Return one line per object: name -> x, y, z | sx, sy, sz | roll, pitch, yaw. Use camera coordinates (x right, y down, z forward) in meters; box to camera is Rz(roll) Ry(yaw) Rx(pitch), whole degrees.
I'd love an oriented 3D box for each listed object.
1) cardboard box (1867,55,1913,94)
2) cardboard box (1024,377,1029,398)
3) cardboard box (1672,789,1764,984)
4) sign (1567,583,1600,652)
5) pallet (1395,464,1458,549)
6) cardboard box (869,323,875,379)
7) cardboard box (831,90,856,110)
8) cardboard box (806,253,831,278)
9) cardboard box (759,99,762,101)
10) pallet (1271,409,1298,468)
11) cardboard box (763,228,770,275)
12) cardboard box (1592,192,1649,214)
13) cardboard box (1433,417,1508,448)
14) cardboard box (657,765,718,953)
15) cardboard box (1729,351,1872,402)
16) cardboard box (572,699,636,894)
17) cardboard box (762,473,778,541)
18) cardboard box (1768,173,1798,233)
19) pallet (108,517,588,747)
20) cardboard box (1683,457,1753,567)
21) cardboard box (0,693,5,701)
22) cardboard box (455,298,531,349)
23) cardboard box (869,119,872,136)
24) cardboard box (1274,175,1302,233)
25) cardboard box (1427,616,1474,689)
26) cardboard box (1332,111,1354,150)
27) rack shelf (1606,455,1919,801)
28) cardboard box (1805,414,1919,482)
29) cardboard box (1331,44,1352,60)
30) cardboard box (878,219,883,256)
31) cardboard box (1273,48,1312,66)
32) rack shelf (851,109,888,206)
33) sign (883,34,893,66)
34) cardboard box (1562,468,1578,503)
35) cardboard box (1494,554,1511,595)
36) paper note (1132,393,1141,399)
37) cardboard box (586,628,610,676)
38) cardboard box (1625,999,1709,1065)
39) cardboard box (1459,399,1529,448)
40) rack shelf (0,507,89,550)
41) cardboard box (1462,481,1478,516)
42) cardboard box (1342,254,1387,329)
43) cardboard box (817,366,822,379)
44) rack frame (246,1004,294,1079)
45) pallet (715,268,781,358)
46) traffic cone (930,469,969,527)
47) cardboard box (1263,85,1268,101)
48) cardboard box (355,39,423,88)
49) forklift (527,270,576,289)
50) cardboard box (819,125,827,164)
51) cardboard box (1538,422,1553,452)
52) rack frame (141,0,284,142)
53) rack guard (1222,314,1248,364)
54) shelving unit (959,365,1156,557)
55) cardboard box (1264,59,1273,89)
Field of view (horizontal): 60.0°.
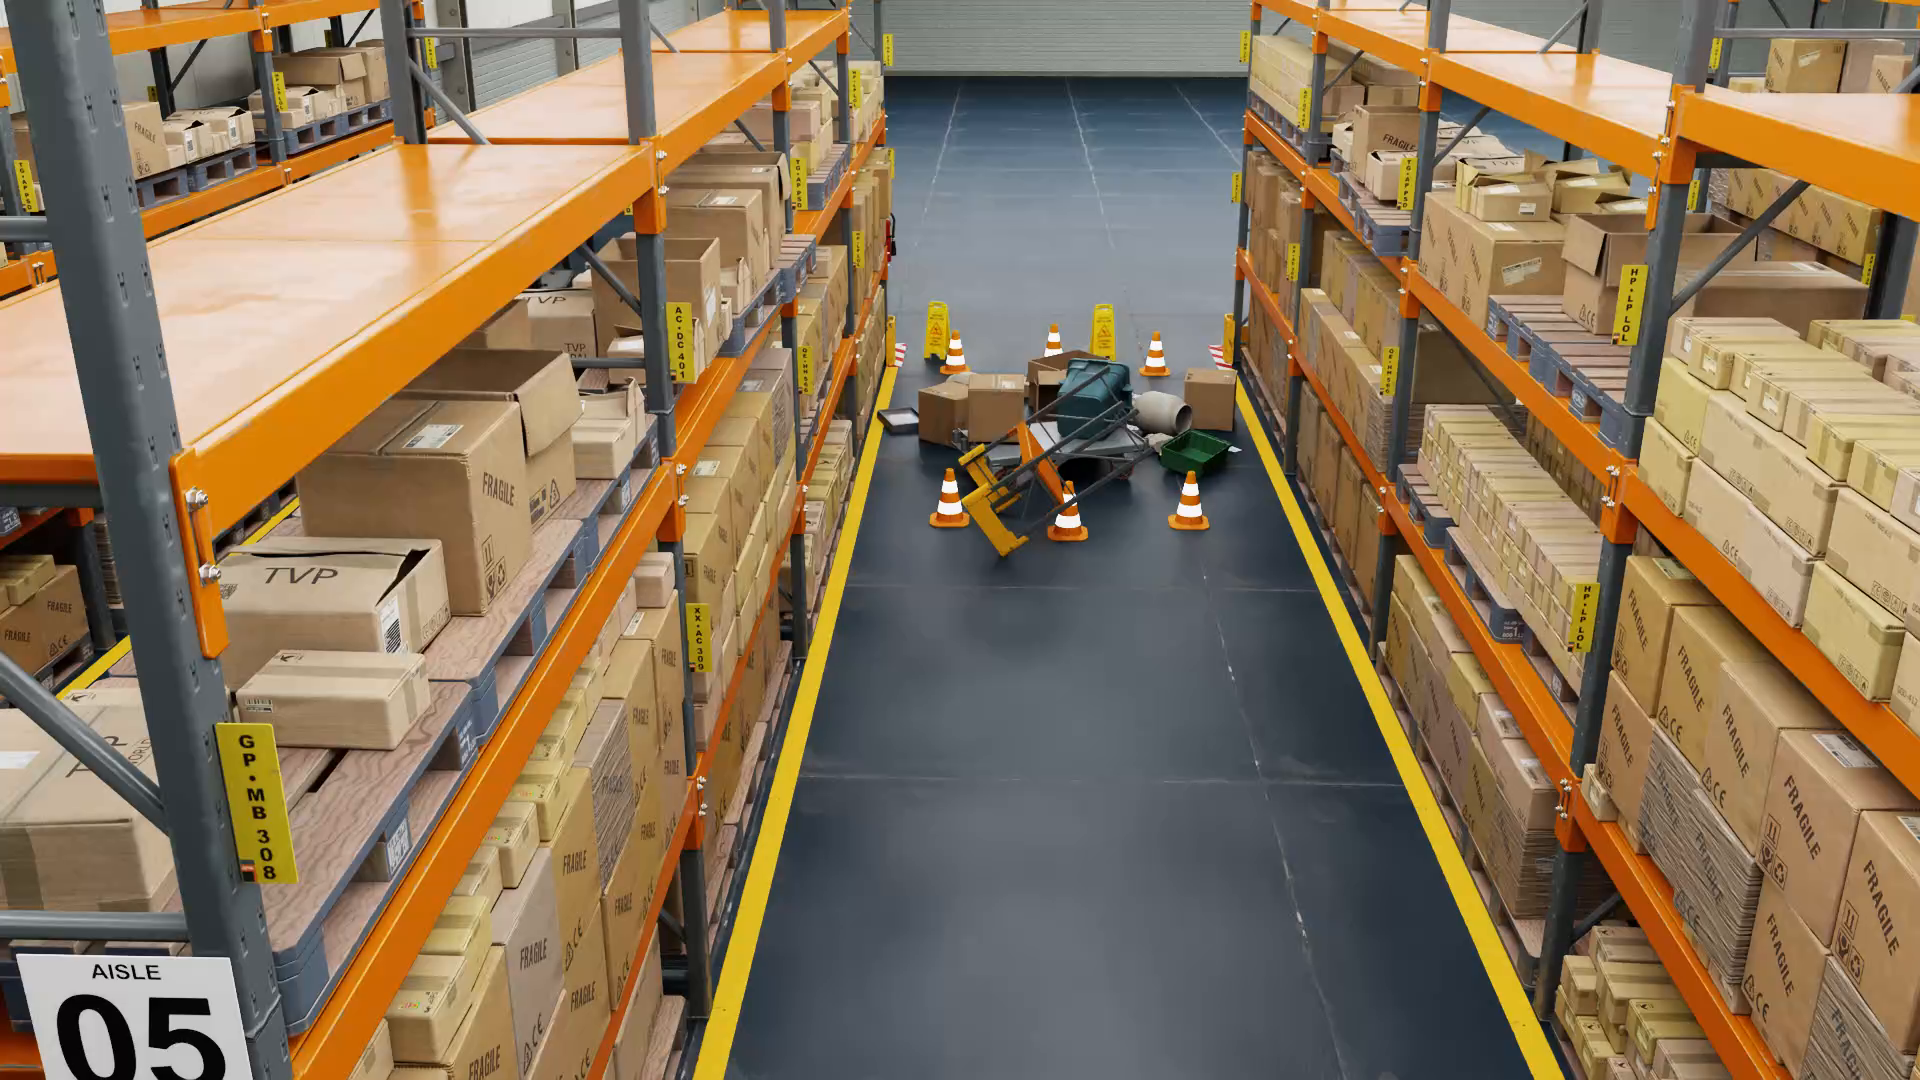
cardboard box -> 8.214, -3.902, 14.345 | 0.500, 0.500, 0.500 | 0, 21, 0
cardboard box -> 0.650, -1.650, 17.869 | 0.380, 0.149, 0.250 | 13, 25, 29
cardboard box -> 2.931, 1.233, 5.947 | 0.500, 0.500, 0.500 | 0, 21, 0
sign -> 2.702, 0.337, 7.206 | 0.100, 0.325, 0.005 | 1, 21, 2
pallet -> 3.463, -0.216, 10.498 | 1.213, 0.211, 1.003 | 1, 21, 2
cardboard box -> -1.141, -1.884, 16.714 | 0.500, 0.500, 0.500 | 2, 21, 4
cardboard box -> -1.119, -3.982, 15.036 | 0.380, 0.149, 0.250 | 0, 21, 0
cardboard box -> -1.232, -2.194, 13.304 | 0.380, 0.149, 0.250 | 0, 21, -1
cardboard box -> -1.659, -3.799, 14.564 | 0.380, 0.149, 0.250 | 1, 21, 3
pallet -> 3.602, -0.985, 16.069 | 1.003, 0.211, 1.213 | 1, 21, 2
cardboard box -> -1.264, -1.612, 9.289 | 0.396, 0.266, 0.258 | 0, 21, 0
cardboard box -> 3.607, -1.752, 8.848 | 0.396, 0.266, 0.258 | 1, 21, 2
cardboard box -> 3.165, -0.658, 10.317 | 0.380, 0.149, 0.250 | 0, 21, 0
cardboard box -> -1.755, 1.433, 8.338 | 0.875, 0.875, 0.875 | 1, 21, 3
cardboard box -> 3.013, -0.574, 5.973 | 0.380, 0.149, 0.250 | 0, 21, 1
cardboard box -> -1.462, 0.892, 5.856 | 0.500, 0.500, 0.500 | 1, 21, 2
cardboard box -> -1.340, -0.197, 9.700 | 0.500, 0.250, 0.500 | 0, 21, 0
cardboard box -> 8.242, -3.279, 16.195 | 0.500, 0.500, 0.500 | 1, 21, 2
pallet -> -1.769, 0.242, 5.027 | 1.003, 0.211, 1.213 | 1, 21, 2
cardboard box -> 2.973, -0.101, 5.997 | 0.500, 0.250, 0.500 | 0, 21, 1
cardboard box -> -6.371, 0.859, 10.336 | 0.500, 0.500, 0.500 | 2, 21, 4
cardboard box -> -1.922, -0.613, 6.253 | 0.500, 0.500, 0.500 | 1, 21, 3
cardboard box -> -1.062, -4.068, 16.362 | 0.380, 0.149, 0.250 | 0, 21, 1
cardboard box -> 3.608, -3.303, 16.488 | 0.875, 0.550, 0.500 | 1, 21, 2
cardboard box -> 3.072, 0.664, 9.802 | 0.500, 0.250, 0.500 | 1, 21, 2
cardboard box -> 3.232, -3.373, 13.690 | 0.258, 0.266, 0.396 | 0, 21, 1
rack shelf -> 3.196, 0.542, 5.127 | 1.077, 0.370, 4.000 | 1, 21, 2
cardboard box -> 2.918, -0.289, 5.238 | 0.380, 0.149, 0.250 | 2, 21, 4
cardboard box -> 3.919, -4.860, 16.581 | 0.380, 0.149, 0.250 | 1, 21, 2
cardboard box -> -1.090, -3.280, 17.580 | 0.500, 0.500, 0.500 | 1, 21, 2
cardboard box -> 3.246, -4.683, 16.125 | 0.380, 0.149, 0.250 | 1, 21, 2
rack shelf -> -1.390, -3.815, 16.356 | 1.077, 0.370, 4.000 | 1, 21, 2
sign -> -0.775, -5.273, 17.895 | 0.100, 0.325, 0.005 | 1, 21, 2
cardboard box -> 3.799, -0.316, 9.846 | 0.380, 0.149, 0.250 | 1, 21, 2
cardboard box -> 3.108, 0.186, 8.963 | 0.380, 0.149, 0.250 | 2, 21, 4
paper note -> 1.878, -1.539, 17.749 | 0.144, 0.017, 0.142 | 8, 23, 20
cardboard box -> -1.509, 0.439, 6.126 | 0.380, 0.149, 0.250 | 0, 21, 1
cardboard box -> 3.013, 2.051, 6.928 | 0.380, 0.149, 0.250 | 0, 21, 1
cardboard box -> 3.662, -0.771, 11.523 | 0.500, 0.500, 0.500 | 1, 21, 2
rack shelf -> -6.595, 0.423, 9.581 | 1.077, 0.370, 4.000 | 1, 21, 2
cardboard box -> 3.136, -0.233, 9.633 | 0.380, 0.149, 0.250 | 1, 21, 2
cardboard box -> 3.462, -1.975, 13.246 | 0.700, 0.500, 0.500 | 1, 21, 2
cardboard box -> -1.279, -1.360, 12.949 | 0.380, 0.149, 0.250 | 1, 21, 3
rack frame -> -1.816, 2.310, 3.722 | 1.000, 3.000, 0.127 | 1, 21, 2
pallet -> -1.570, -1.255, 9.025 | 1.003, 0.211, 1.213 | 2, 21, 4
traffic cone -> -0.089, -0.382, 14.168 | 0.336, 0.463, 0.334 | 1, 21, 2
cardboard box -> 3.261, -4.495, 16.743 | 0.380, 0.149, 0.250 | 1, 21, 2
cardboard box -> -6.060, -5.053, 17.695 | 0.500, 0.500, 0.500 | 1, 21, 3
forklift -> -3.248, -0.790, 11.805 | 1.130, 2.935, 3.031 | -2, 21, -5
cardboard box -> -1.344, -3.157, 13.293 | 0.500, 0.250, 0.500 | 1, 21, 2
cardboard box -> 3.812, -0.648, 10.289 | 0.380, 0.149, 0.250 | 0, 21, 1
rack frame -> -6.412, -4.879, 13.956 | 1.000, 3.000, 0.127 | 1, 21, 2
rack guard -> 3.623, -2.300, 19.060 | 1.175, 0.500, 0.348 | 1, 21, 2
shelving unit -> 0.783, -0.681, 13.714 | 1.500, 0.587, 1.083 | -33, 19, 11
cardboard box -> 3.322, -4.629, 16.536 | 0.500, 0.250, 0.500 | 0, 21, 1
